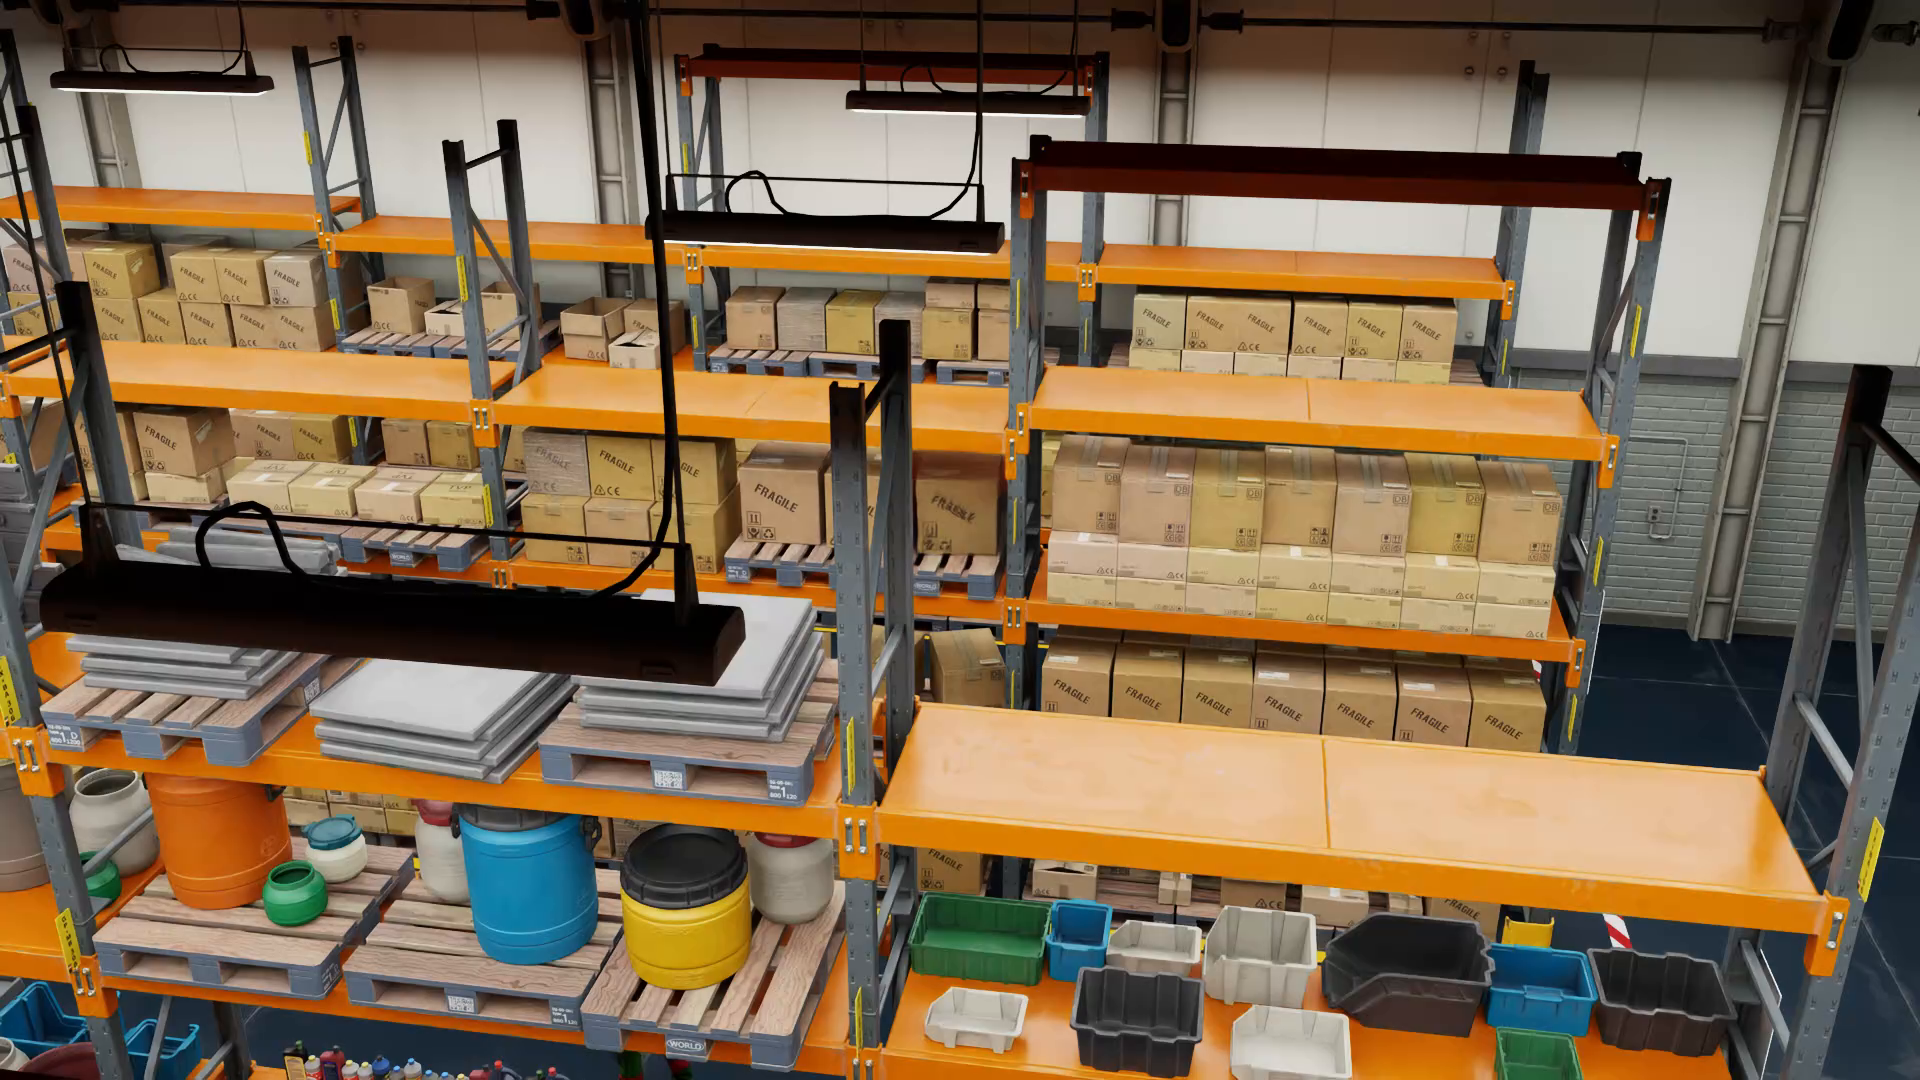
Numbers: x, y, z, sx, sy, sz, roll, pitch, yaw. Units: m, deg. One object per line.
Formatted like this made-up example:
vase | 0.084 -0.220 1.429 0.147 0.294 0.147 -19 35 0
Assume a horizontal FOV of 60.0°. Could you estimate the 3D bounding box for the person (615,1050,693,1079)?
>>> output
person | -2.081 2.991 10.984 0.524 1.778 0.526 8 24 19
